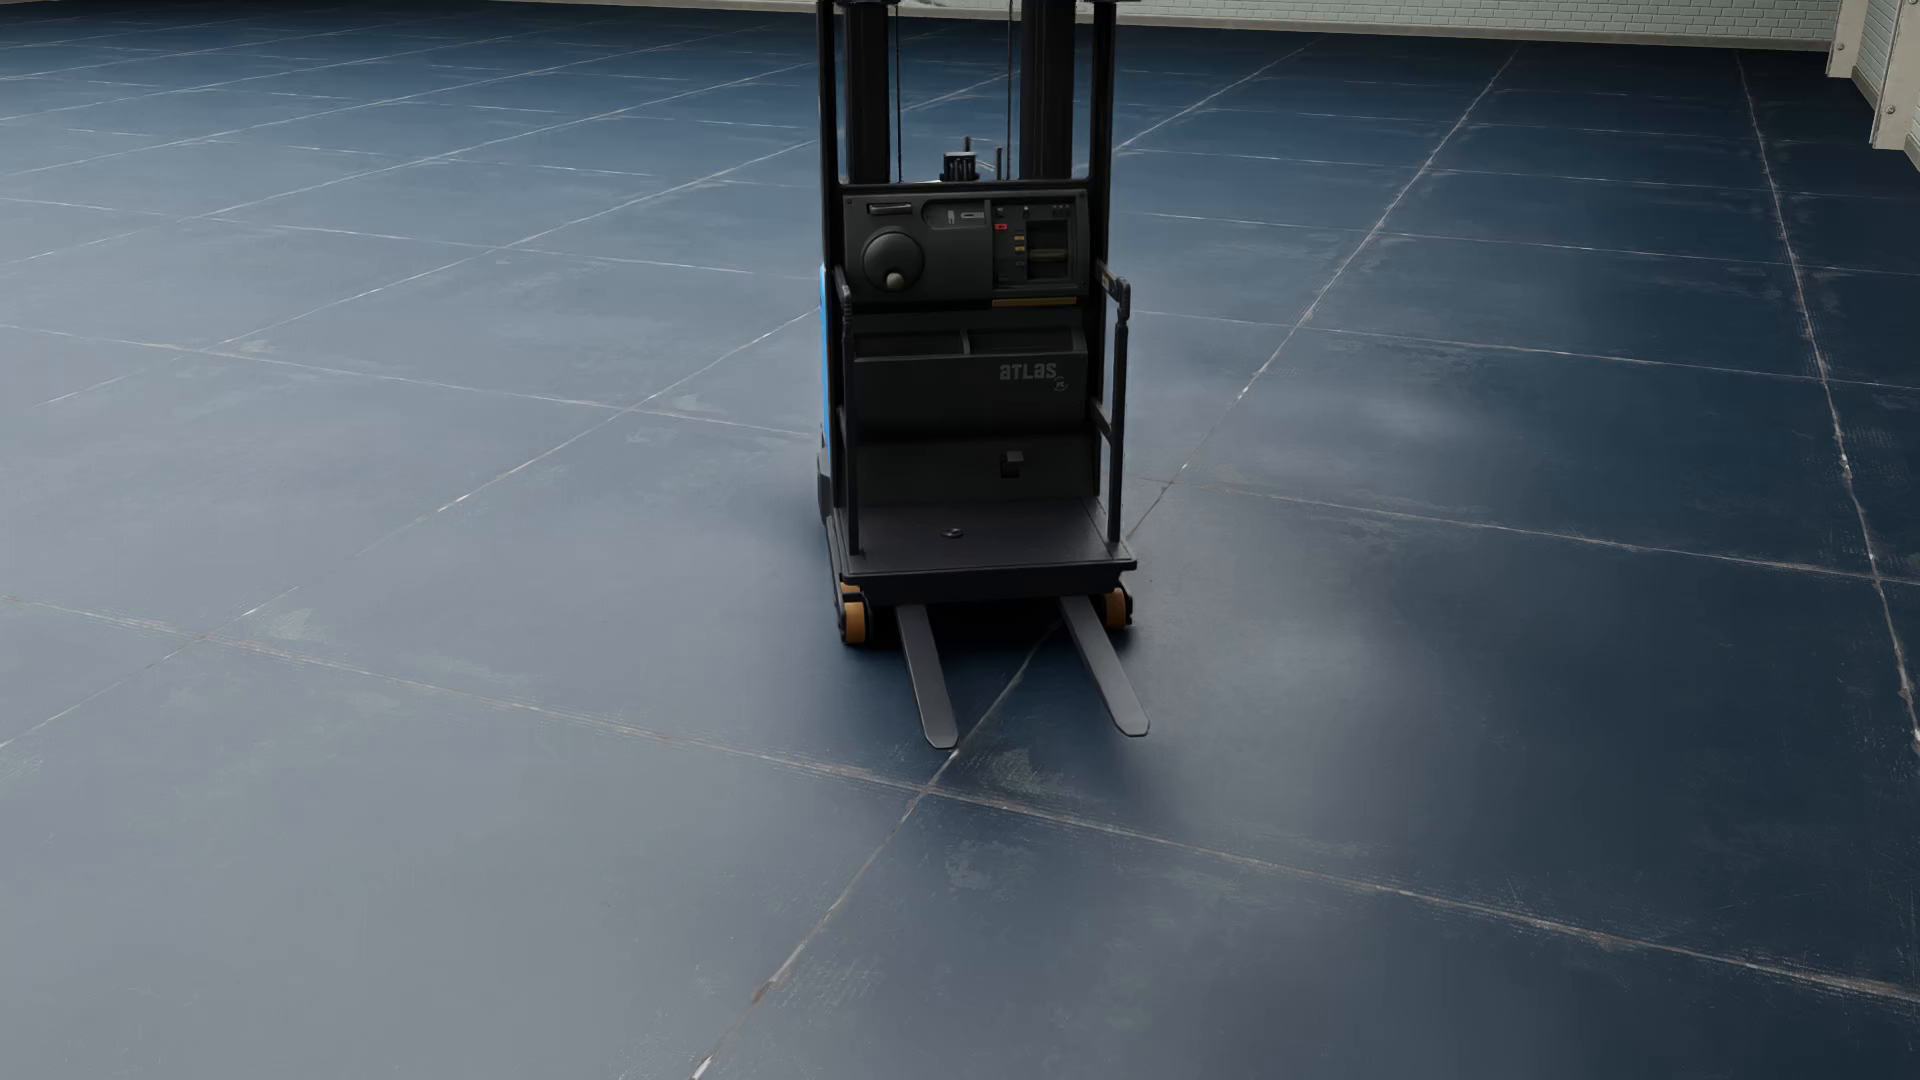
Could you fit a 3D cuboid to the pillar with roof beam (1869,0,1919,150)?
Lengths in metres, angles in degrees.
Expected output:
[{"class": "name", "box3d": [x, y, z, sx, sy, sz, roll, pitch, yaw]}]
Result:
[{"class": "pillar with roof beam", "box3d": [5.348, -8.733, 16.483, 9.100, 9.000, 0.400, 9, 24, 20]}]

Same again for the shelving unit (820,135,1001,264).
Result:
[{"class": "shelving unit", "box3d": [-0.233, -1.141, 8.035, 0.755, 1.500, 0.431, -9, 24, -21]}]

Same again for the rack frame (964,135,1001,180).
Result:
[{"class": "rack frame", "box3d": [0.105, -1.195, 8.166, 0.023, 1.500, 0.400, -9, 24, -21]}]

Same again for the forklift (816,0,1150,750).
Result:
[{"class": "forklift", "box3d": [0.058, -1.098, 6.077, 1.130, 2.935, 3.031, -3, 23, -7]}]

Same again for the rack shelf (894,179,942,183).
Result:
[{"class": "rack shelf", "box3d": [-0.233, -1.501, 7.884, 0.720, 0.370, 0.431, -9, 24, -21]}]

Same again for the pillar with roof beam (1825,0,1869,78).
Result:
[{"class": "pillar with roof beam", "box3d": [7.576, -10.880, 21.623, 9.100, 9.000, 0.400, 9, 24, 20]}]

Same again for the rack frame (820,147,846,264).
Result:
[{"class": "rack frame", "box3d": [-0.570, -1.086, 7.904, 0.023, 1.500, 0.400, -9, 24, -21]}]
